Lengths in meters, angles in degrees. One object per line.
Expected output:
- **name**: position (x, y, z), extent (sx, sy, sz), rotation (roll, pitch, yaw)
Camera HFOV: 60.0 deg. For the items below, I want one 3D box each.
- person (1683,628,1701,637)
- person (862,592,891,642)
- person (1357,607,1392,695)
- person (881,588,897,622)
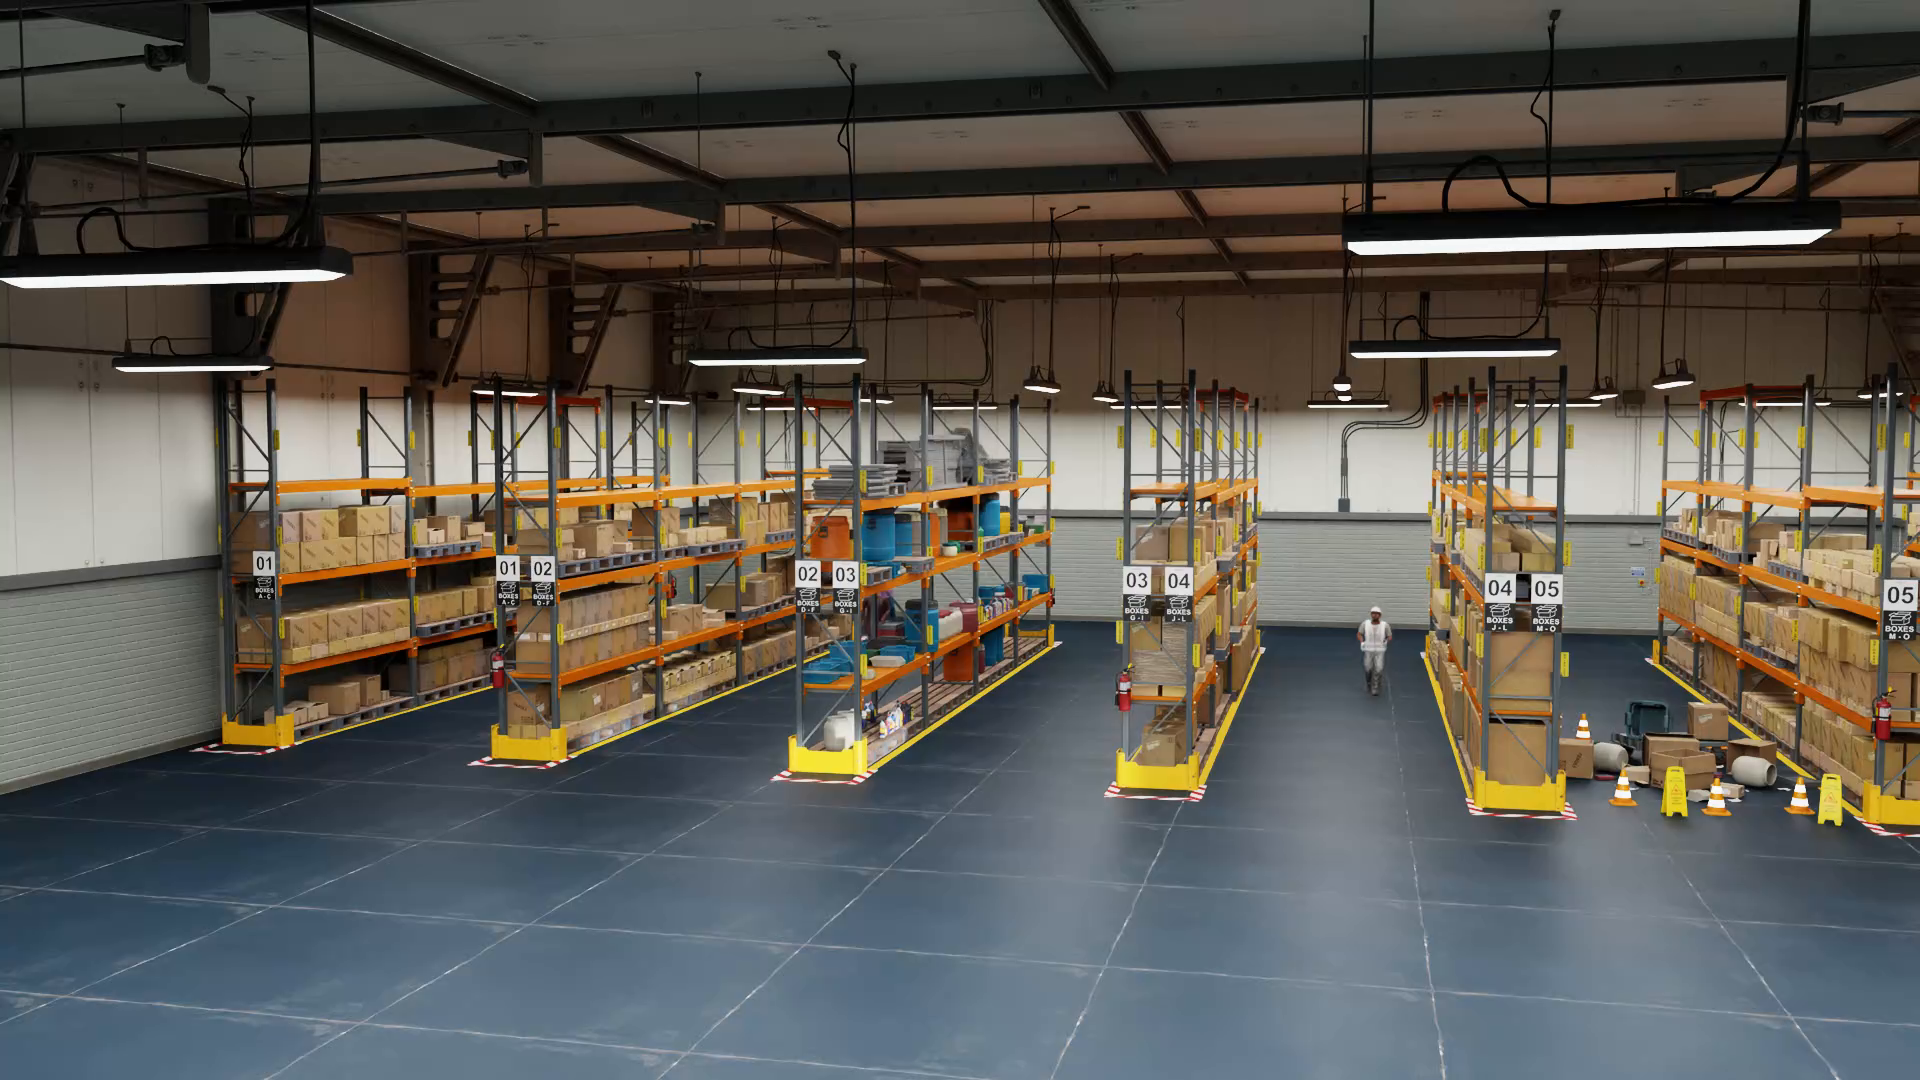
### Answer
- **person**: position (16.932, 1.901, 38.053), extent (0.777, 1.673, 0.496), rotation (1, 3, 11)
- **person**: position (-1.923, 1.895, 37.636), extent (0.715, 1.713, 0.709), rotation (0, 3, -4)
- **person**: position (8.115, 2.177, 32.492), extent (0.662, 1.739, 0.607), rotation (1, 3, 10)
- **person**: position (-1.990, 1.595, 44.297), extent (0.553, 1.507, 0.777), rotation (-1, 4, -19)
